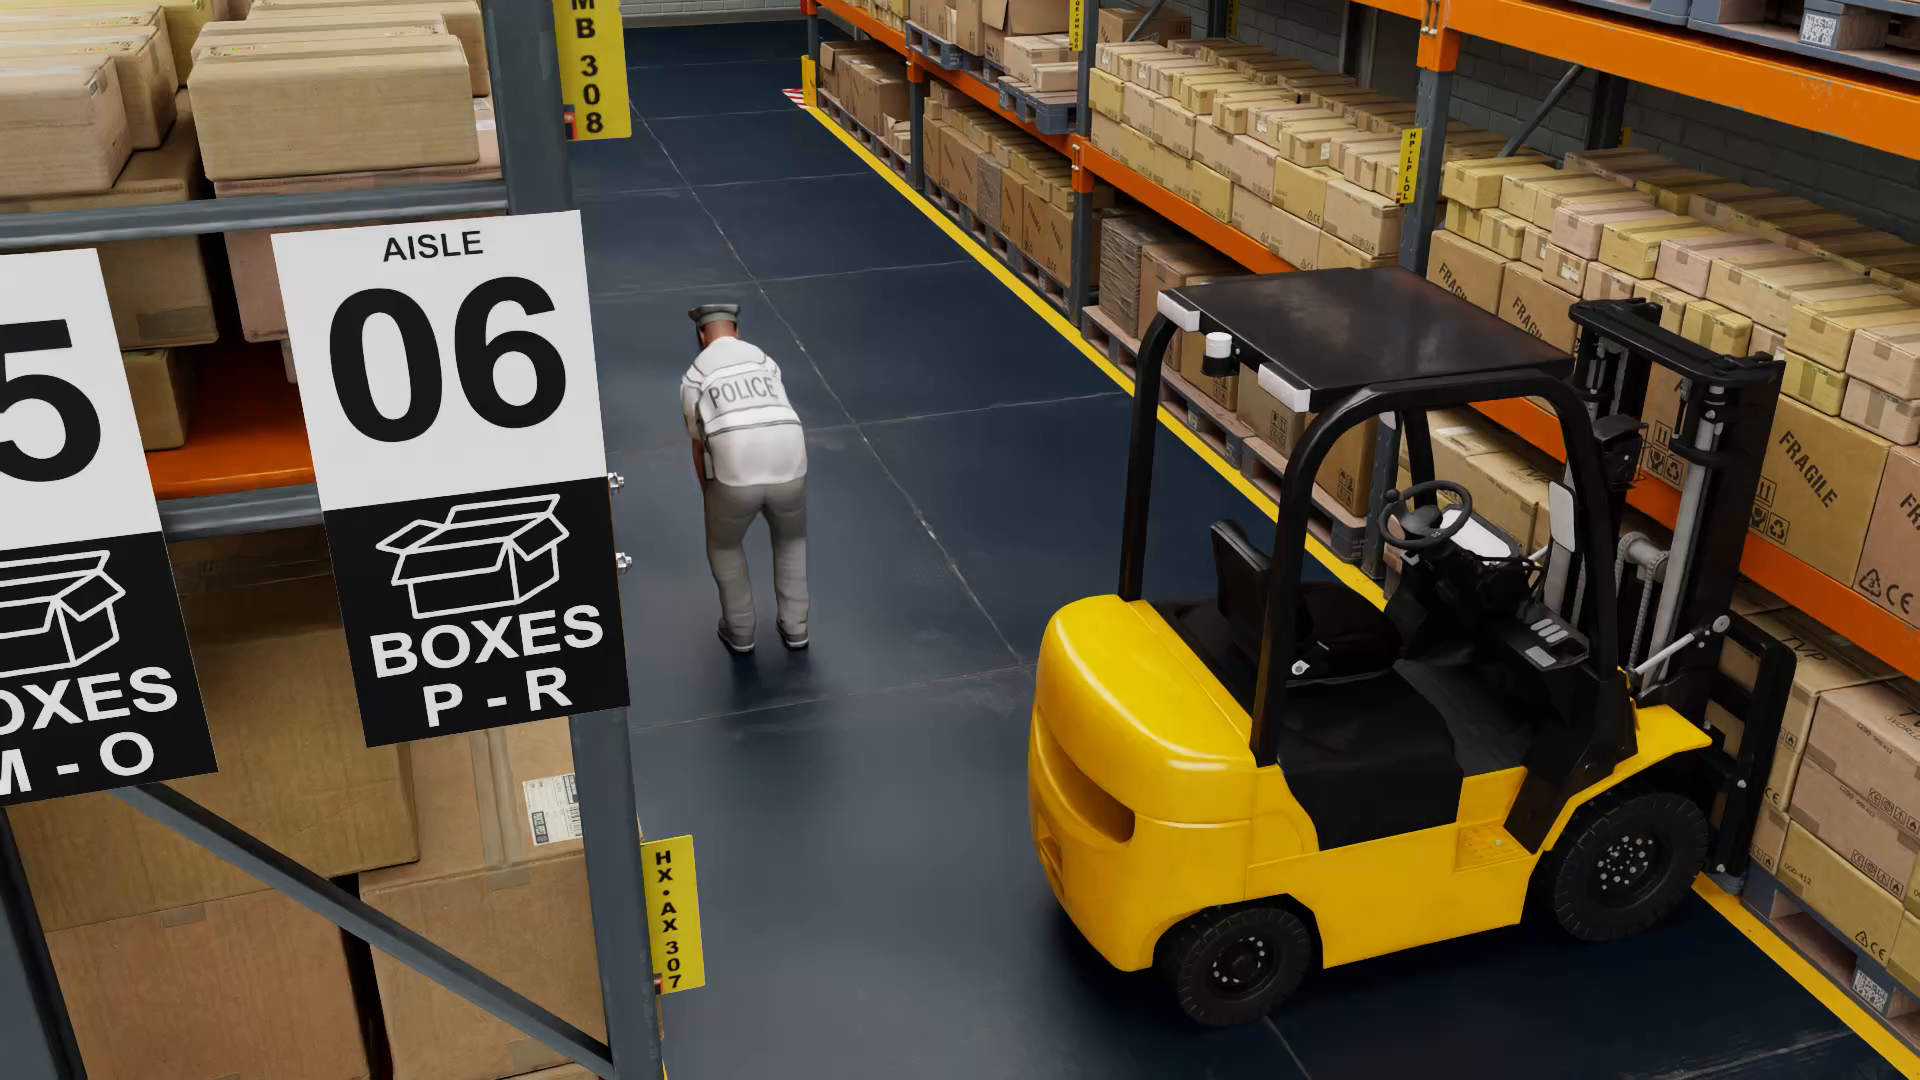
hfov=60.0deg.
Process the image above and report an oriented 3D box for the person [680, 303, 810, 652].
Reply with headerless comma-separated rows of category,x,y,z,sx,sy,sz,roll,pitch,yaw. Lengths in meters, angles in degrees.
person,-0.975,-0.279,7.500,0.478,1.471,0.914,-9,28,-18
